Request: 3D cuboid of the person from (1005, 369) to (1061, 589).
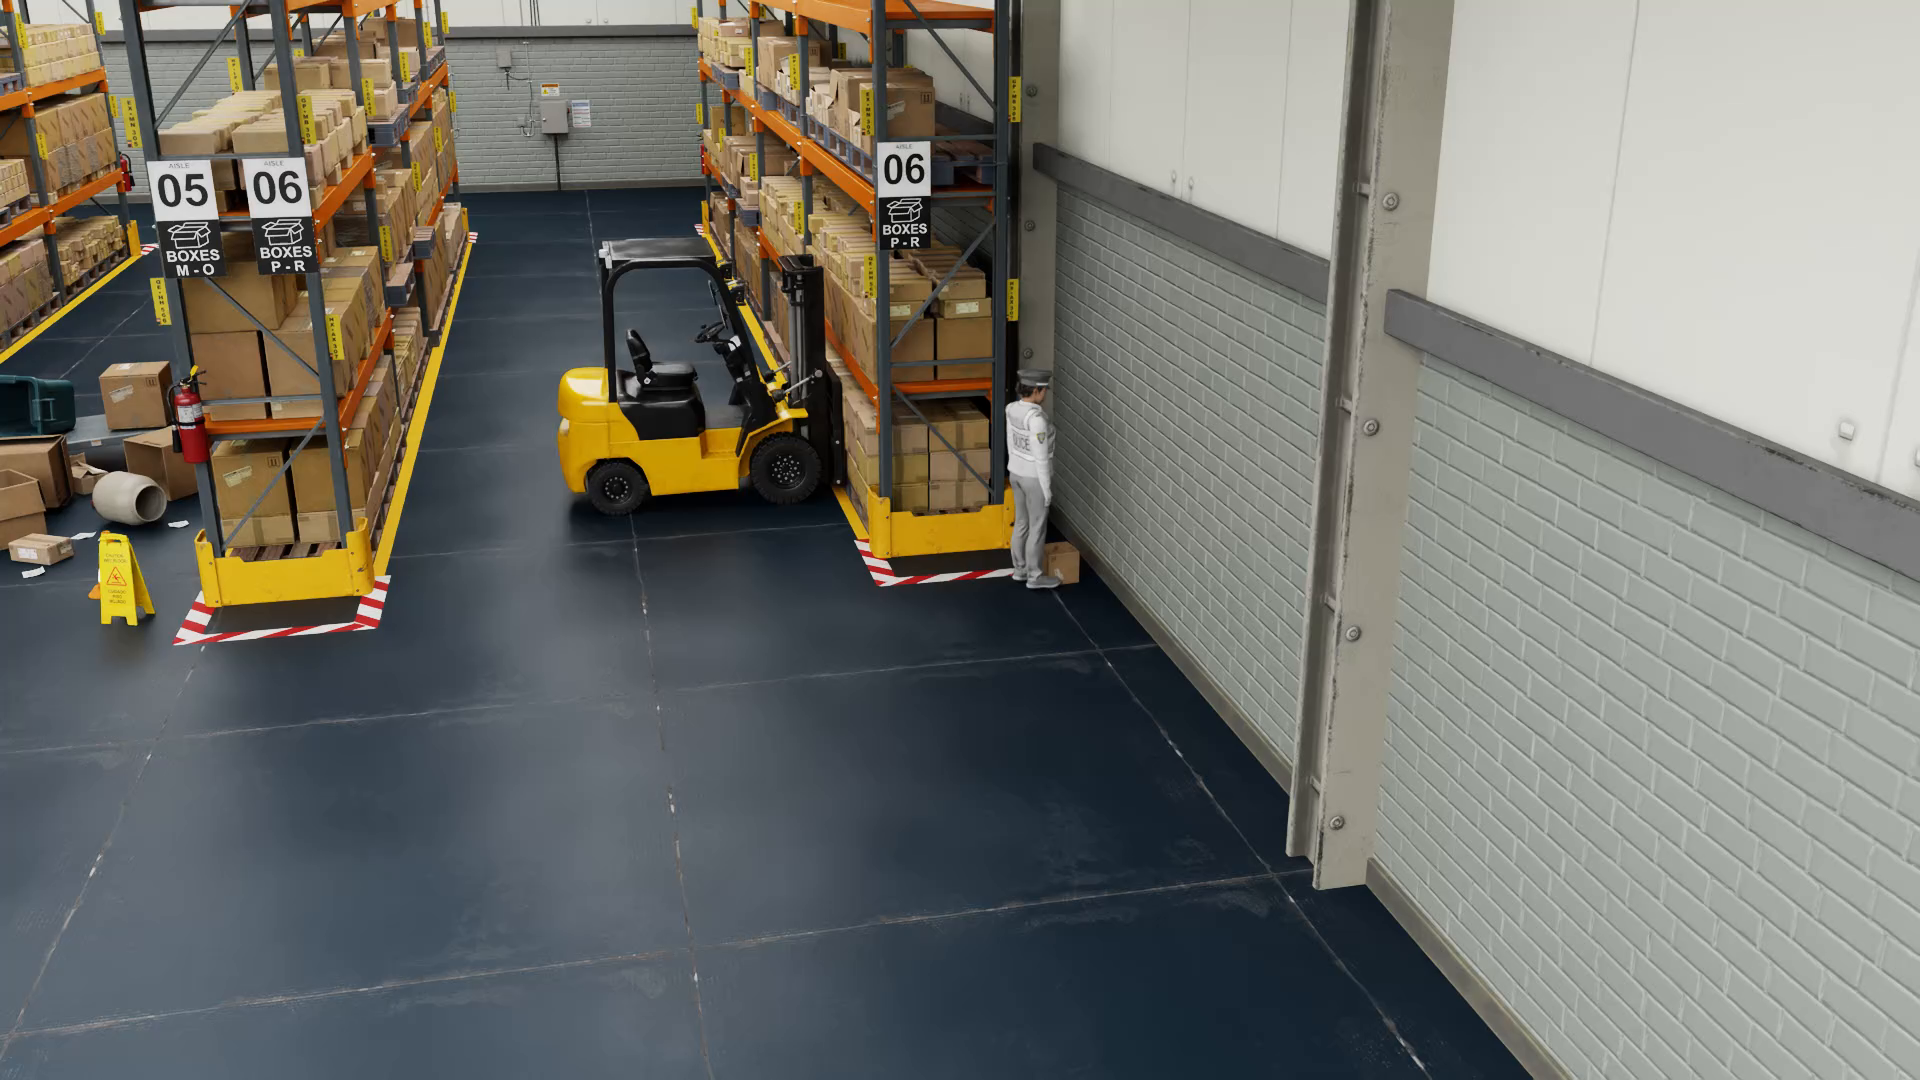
[{"bbox_3d":[0.553,-0.445,12.257,0.372,1.681,0.501,-11,22,-28],"label":"person"}]
